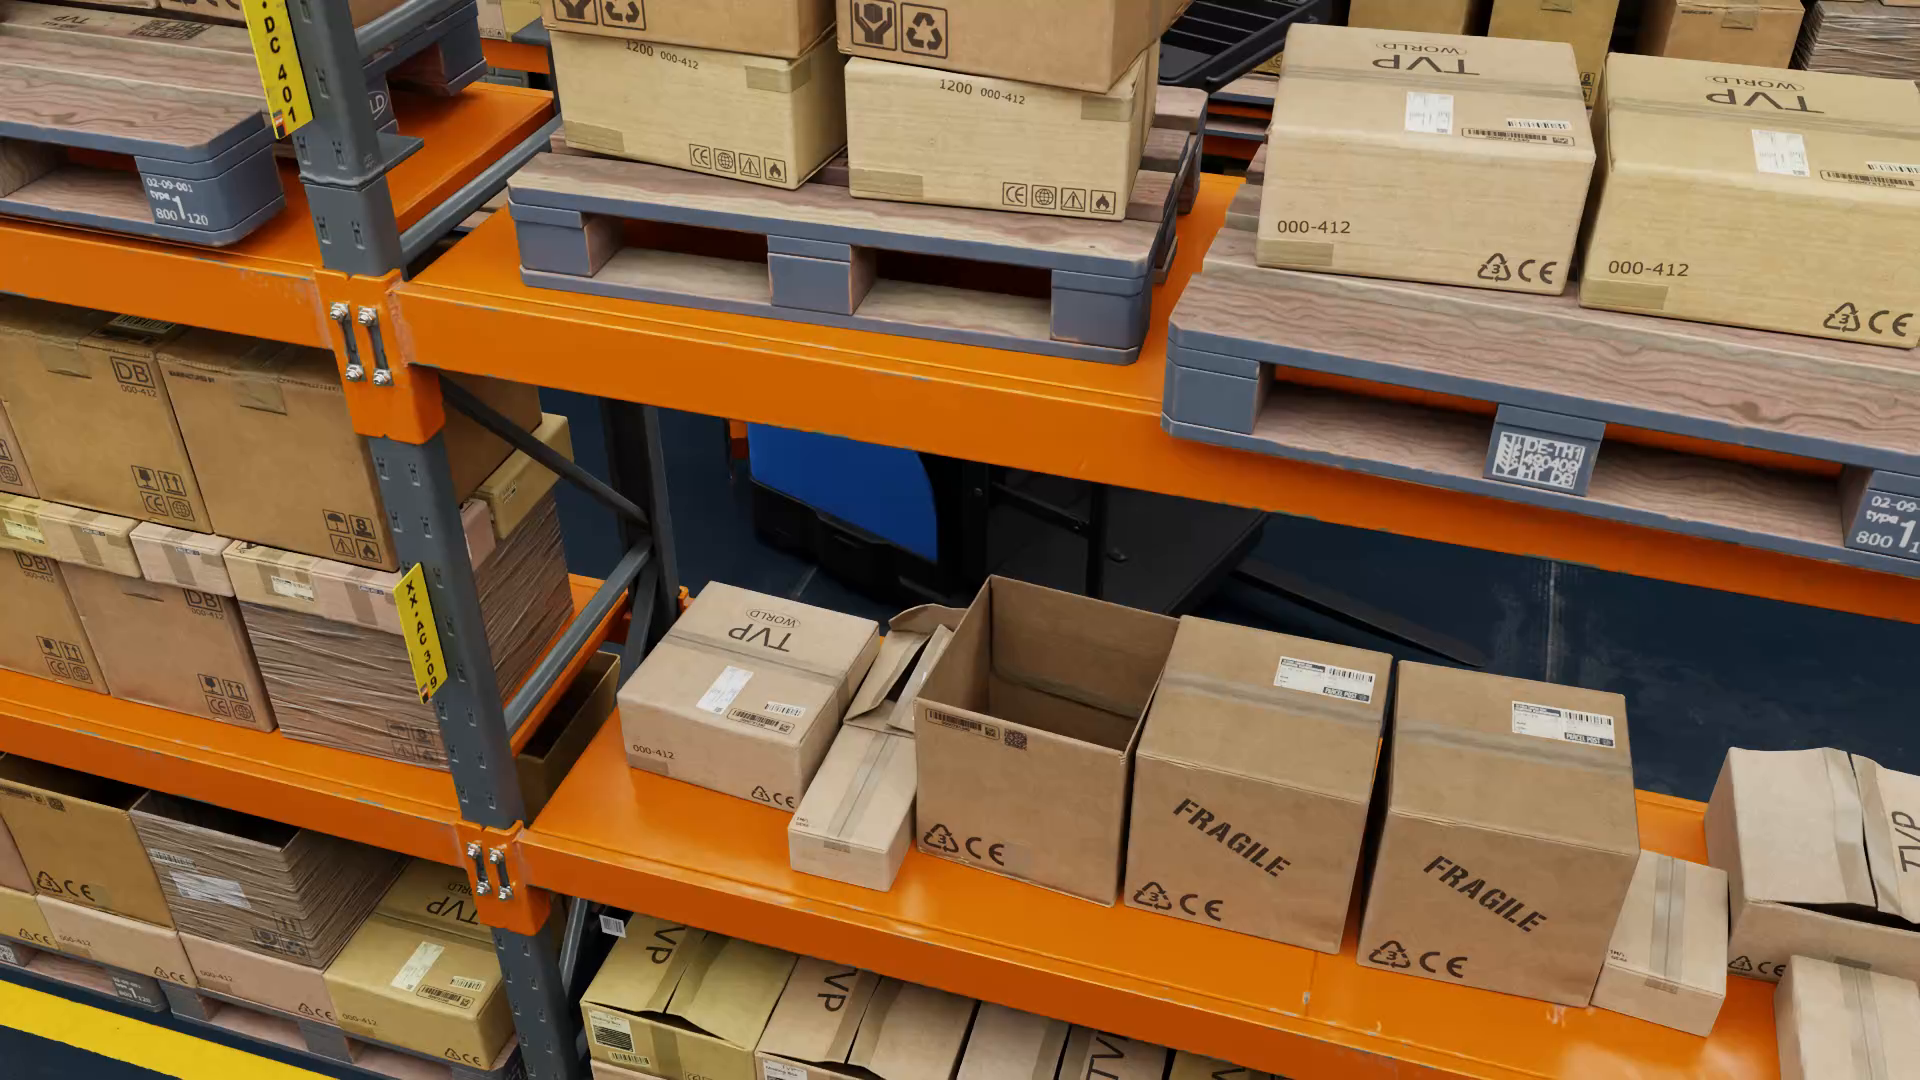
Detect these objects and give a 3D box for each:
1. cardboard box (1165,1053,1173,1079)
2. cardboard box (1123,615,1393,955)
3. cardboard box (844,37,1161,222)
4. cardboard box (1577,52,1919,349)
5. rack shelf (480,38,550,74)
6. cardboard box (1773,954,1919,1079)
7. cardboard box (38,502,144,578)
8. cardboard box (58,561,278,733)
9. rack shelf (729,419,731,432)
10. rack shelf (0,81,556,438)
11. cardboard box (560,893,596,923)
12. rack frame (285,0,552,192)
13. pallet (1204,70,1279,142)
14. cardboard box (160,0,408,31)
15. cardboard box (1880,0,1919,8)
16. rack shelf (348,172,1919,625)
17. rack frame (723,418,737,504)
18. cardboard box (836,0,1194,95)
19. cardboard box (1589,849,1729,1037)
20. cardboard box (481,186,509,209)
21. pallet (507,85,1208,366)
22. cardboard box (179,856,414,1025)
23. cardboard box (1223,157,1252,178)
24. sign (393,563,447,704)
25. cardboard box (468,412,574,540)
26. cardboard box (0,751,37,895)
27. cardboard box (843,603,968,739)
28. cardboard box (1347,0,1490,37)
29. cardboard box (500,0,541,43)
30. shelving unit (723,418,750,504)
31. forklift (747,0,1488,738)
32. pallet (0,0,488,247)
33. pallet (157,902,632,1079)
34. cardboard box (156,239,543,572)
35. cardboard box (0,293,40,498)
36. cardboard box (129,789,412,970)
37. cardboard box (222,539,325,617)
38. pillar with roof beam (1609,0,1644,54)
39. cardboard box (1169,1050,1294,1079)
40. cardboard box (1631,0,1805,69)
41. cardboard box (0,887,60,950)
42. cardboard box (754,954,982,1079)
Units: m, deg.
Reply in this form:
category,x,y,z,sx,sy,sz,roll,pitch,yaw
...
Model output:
category,x,y,z,sx,sy,sz,roll,pitch,yaw
cardboard box,0.278,1.605,4.505,0.500,0.250,0.500,9,37,12
cardboard box,0.693,0.560,3.874,0.500,0.500,0.500,11,38,14
cardboard box,0.095,-0.833,3.093,0.500,0.250,0.500,7,37,9
cardboard box,1.304,-0.574,2.742,0.500,0.250,0.500,10,37,13
rack shelf,-1.451,-2.593,8.850,4.000,0.370,1.077,10,38,14
cardboard box,1.861,1.079,3.465,0.250,0.149,0.380,10,38,14
cardboard box,-2.076,-0.090,4.210,0.250,0.149,0.380,10,38,14
cardboard box,-1.947,0.069,4.541,0.500,0.500,0.700,10,38,13
rack shelf,-0.913,-0.652,7.268,0.240,0.259,0.215,-9,37,-12
rack shelf,-2.925,-0.998,4.152,4.000,0.370,1.077,10,38,14
cardboard box,-1.368,0.959,5.383,0.500,0.250,0.500,10,38,14
rack frame,-1.016,-2.142,2.569,0.127,3.000,1.000,10,38,14
pallet,1.144,-2.235,7.918,1.213,0.211,1.003,10,38,14
cardboard box,-1.418,-1.438,3.586,0.500,0.500,0.500,14,38,18
cardboard box,3.937,-2.345,6.903,0.250,0.149,0.380,6,37,8
rack shelf,0.893,-0.291,3.191,4.000,0.370,1.077,10,38,14
rack frame,-1.031,-0.641,7.235,0.008,1.050,0.200,-9,37,-12
cardboard box,0.112,-1.126,2.859,0.500,0.500,0.500,14,39,18
cardboard box,1.568,0.888,3.724,0.250,0.149,0.380,13,38,17
cardboard box,-2.727,-2.158,9.548,0.500,0.311,0.500,6,37,9
pallet,-0.170,-0.709,3.313,1.217,0.209,0.805,9,37,12
cardboard box,-1.998,1.160,5.109,0.500,0.250,0.500,10,38,14
cardboard box,1.587,-1.806,8.278,0.500,0.250,0.500,10,37,13
sign,-1.180,0.208,3.640,0.005,0.325,0.100,10,38,14
cardboard box,-1.215,-0.185,4.339,0.250,0.149,0.380,10,38,14
cardboard box,-2.957,0.690,5.114,0.500,0.500,0.500,10,38,14
cardboard box,-0.122,0.379,4.317,0.258,0.266,0.396,10,37,13
cardboard box,2.102,-2.436,7.574,0.500,0.500,0.700,16,39,20
cardboard box,-2.005,-2.741,8.554,0.500,0.250,0.500,10,38,13
shelving unit,-0.913,-0.660,7.261,0.252,1.050,0.215,-9,37,-12
forklift,0.578,-0.927,6.037,3.031,2.935,1.130,24,42,29
pallet,-1.838,-1.035,3.670,1.213,0.211,1.003,10,38,14
pallet,-1.762,1.232,5.397,1.213,0.211,1.003,10,38,14
cardboard box,-1.441,-0.364,4.035,0.500,0.500,0.700,11,38,14
cardboard box,-2.402,-0.541,4.276,0.500,0.500,0.700,10,38,14
cardboard box,-1.997,0.857,4.888,0.500,0.500,0.500,10,38,14
cardboard box,-1.575,0.001,4.087,0.250,0.149,0.380,10,37,13
pillar with roof beam,2.009,-2.522,3.085,0.400,9.000,9.100,10,38,14
cardboard box,0.772,1.471,4.213,0.500,0.311,0.500,12,38,15
cardboard box,3.283,-2.201,7.254,0.500,0.500,0.700,7,37,10
cardboard box,-2.957,0.992,5.337,0.500,0.250,0.500,10,38,14
cardboard box,-0.219,1.292,4.457,0.500,0.311,0.500,10,38,13
